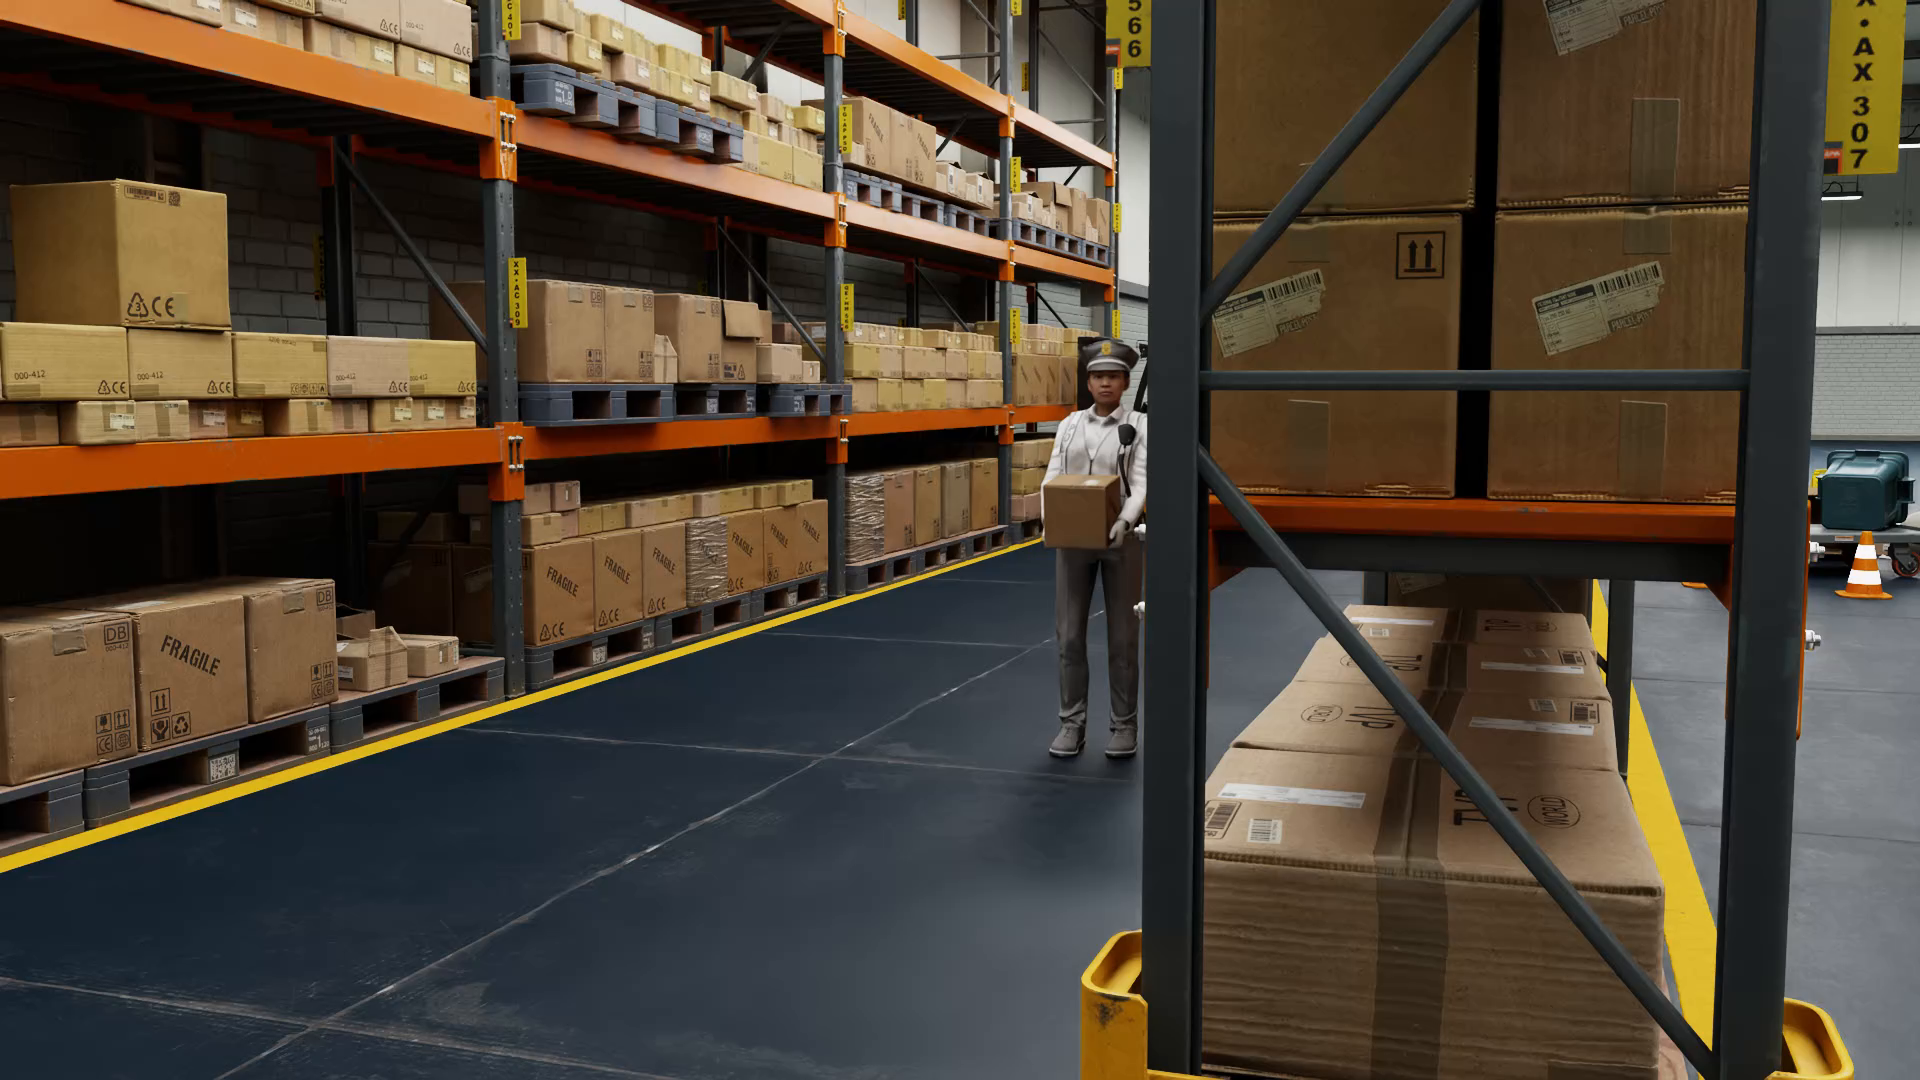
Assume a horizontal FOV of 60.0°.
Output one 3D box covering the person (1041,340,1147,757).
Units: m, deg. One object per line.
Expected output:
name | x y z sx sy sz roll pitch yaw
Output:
person | 0.548 0.034 6.761 0.458 1.686 0.559 2 6 19
